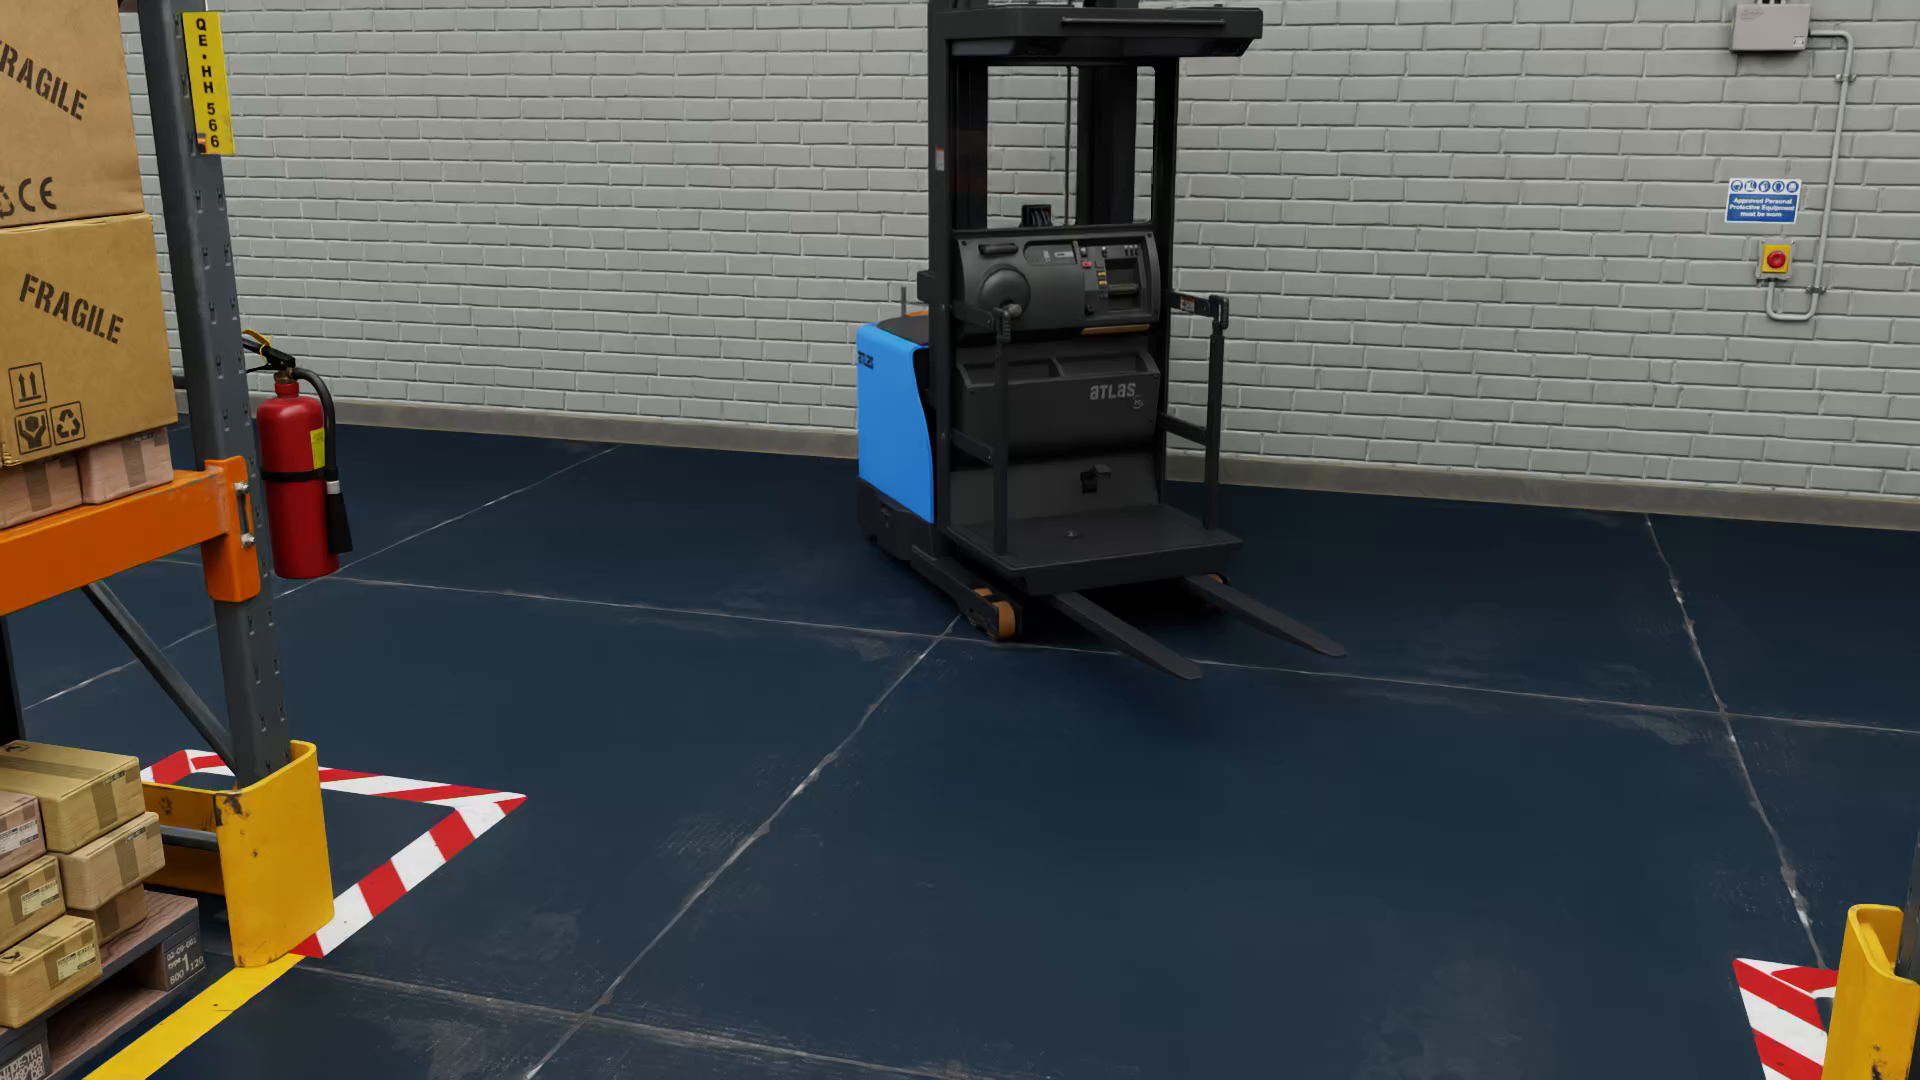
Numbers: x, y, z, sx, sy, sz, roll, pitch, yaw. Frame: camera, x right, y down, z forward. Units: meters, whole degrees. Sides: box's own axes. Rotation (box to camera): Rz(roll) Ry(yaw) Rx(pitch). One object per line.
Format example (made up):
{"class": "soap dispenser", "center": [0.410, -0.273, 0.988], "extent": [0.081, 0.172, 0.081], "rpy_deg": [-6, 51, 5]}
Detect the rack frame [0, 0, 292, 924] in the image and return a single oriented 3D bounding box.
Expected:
{"class": "rack frame", "center": [-2.315, -0.425, 4.330], "extent": [1.000, 3.000, 0.127], "rpy_deg": [5, 16, 16]}

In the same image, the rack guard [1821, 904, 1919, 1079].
{"class": "rack guard", "center": [2.467, 1.129, 3.433], "extent": [1.175, 0.500, 0.348], "rpy_deg": [5, 16, 16]}

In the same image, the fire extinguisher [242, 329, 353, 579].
{"class": "fire extinguisher", "center": [-1.800, -0.238, 4.498], "extent": [0.296, 0.674, 0.183], "rpy_deg": [5, 16, 16]}

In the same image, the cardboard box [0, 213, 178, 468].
{"class": "cardboard box", "center": [-2.195, -0.478, 3.791], "extent": [0.500, 0.500, 0.500], "rpy_deg": [5, 17, 17]}

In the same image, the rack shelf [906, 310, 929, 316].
{"class": "rack shelf", "center": [-0.053, -1.128, 8.666], "extent": [0.258, 0.148, 0.480], "rpy_deg": [12, 20, 36]}

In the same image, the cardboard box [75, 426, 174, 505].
{"class": "cardboard box", "center": [-2.136, -0.197, 3.986], "extent": [0.380, 0.149, 0.250], "rpy_deg": [5, 16, 16]}

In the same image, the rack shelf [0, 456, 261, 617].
{"class": "rack shelf", "center": [-2.883, 0.445, 2.583], "extent": [1.077, 0.370, 4.000], "rpy_deg": [5, 16, 16]}

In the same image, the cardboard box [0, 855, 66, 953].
{"class": "cardboard box", "center": [-2.317, 0.826, 3.830], "extent": [0.380, 0.149, 0.250], "rpy_deg": [4, 16, 15]}

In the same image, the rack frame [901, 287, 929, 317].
{"class": "rack frame", "center": [-0.202, -0.697, 8.587], "extent": [0.240, 1.200, 0.015], "rpy_deg": [12, 20, 36]}

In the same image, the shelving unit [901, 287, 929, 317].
{"class": "shelving unit", "center": [-0.053, -0.750, 8.773], "extent": [0.258, 1.200, 0.503], "rpy_deg": [12, 20, 36]}

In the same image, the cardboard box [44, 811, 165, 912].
{"class": "cardboard box", "center": [-2.191, 0.762, 4.056], "extent": [0.380, 0.149, 0.250], "rpy_deg": [4, 16, 14]}

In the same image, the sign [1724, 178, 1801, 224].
{"class": "sign", "center": [4.011, -1.694, 8.310], "extent": [0.327, 0.218, 0.001], "rpy_deg": [5, 16, 16]}

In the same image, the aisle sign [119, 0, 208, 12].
{"class": "aisle sign", "center": [-2.006, -1.671, 3.961], "extent": [0.394, 0.787, 0.004], "rpy_deg": [5, 16, 16]}

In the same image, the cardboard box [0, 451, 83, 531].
{"class": "cardboard box", "center": [-2.243, -0.135, 3.767], "extent": [0.380, 0.149, 0.250], "rpy_deg": [5, 16, 16]}

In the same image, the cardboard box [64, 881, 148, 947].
{"class": "cardboard box", "center": [-2.264, 0.899, 4.119], "extent": [0.380, 0.149, 0.250], "rpy_deg": [5, 17, 17]}

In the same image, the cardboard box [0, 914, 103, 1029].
{"class": "cardboard box", "center": [-2.240, 0.974, 3.854], "extent": [0.380, 0.149, 0.250], "rpy_deg": [5, 17, 18]}

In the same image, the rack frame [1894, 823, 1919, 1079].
{"class": "rack frame", "center": [2.463, -0.067, 3.069], "extent": [0.949, 2.616, 0.053], "rpy_deg": [5, 16, 16]}

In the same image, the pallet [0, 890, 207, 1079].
{"class": "pallet", "center": [-2.601, 1.146, 3.901], "extent": [1.003, 0.211, 1.213], "rpy_deg": [5, 16, 16]}

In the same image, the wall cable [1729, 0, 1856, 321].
{"class": "wall cable", "center": [4.040, -2.048, 8.134], "extent": [0.585, 1.953, 0.123], "rpy_deg": [5, 16, 16]}

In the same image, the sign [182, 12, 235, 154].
{"class": "sign", "center": [-1.788, -1.086, 3.959], "extent": [0.100, 0.325, 0.005], "rpy_deg": [5, 16, 16]}

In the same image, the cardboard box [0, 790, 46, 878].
{"class": "cardboard box", "center": [-2.348, 0.678, 3.807], "extent": [0.380, 0.149, 0.250], "rpy_deg": [5, 17, 17]}

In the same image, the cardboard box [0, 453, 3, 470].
{"class": "cardboard box", "center": [-2.347, -0.344, 3.317], "extent": [0.500, 0.500, 0.500], "rpy_deg": [4, 16, 15]}

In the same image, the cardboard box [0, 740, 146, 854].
{"class": "cardboard box", "center": [-2.222, 0.617, 4.023], "extent": [0.380, 0.149, 0.250], "rpy_deg": [5, 17, 17]}

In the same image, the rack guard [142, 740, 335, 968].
{"class": "rack guard", "center": [-2.336, 0.798, 4.601], "extent": [1.175, 0.500, 0.348], "rpy_deg": [5, 16, 16]}

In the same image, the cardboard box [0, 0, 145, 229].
{"class": "cardboard box", "center": [-2.206, -0.958, 3.649], "extent": [0.500, 0.500, 0.500], "rpy_deg": [4, 16, 15]}

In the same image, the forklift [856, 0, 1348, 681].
{"class": "forklift", "center": [0.516, -1.125, 6.925], "extent": [1.130, 2.935, 3.031], "rpy_deg": [-7, 17, -22]}
